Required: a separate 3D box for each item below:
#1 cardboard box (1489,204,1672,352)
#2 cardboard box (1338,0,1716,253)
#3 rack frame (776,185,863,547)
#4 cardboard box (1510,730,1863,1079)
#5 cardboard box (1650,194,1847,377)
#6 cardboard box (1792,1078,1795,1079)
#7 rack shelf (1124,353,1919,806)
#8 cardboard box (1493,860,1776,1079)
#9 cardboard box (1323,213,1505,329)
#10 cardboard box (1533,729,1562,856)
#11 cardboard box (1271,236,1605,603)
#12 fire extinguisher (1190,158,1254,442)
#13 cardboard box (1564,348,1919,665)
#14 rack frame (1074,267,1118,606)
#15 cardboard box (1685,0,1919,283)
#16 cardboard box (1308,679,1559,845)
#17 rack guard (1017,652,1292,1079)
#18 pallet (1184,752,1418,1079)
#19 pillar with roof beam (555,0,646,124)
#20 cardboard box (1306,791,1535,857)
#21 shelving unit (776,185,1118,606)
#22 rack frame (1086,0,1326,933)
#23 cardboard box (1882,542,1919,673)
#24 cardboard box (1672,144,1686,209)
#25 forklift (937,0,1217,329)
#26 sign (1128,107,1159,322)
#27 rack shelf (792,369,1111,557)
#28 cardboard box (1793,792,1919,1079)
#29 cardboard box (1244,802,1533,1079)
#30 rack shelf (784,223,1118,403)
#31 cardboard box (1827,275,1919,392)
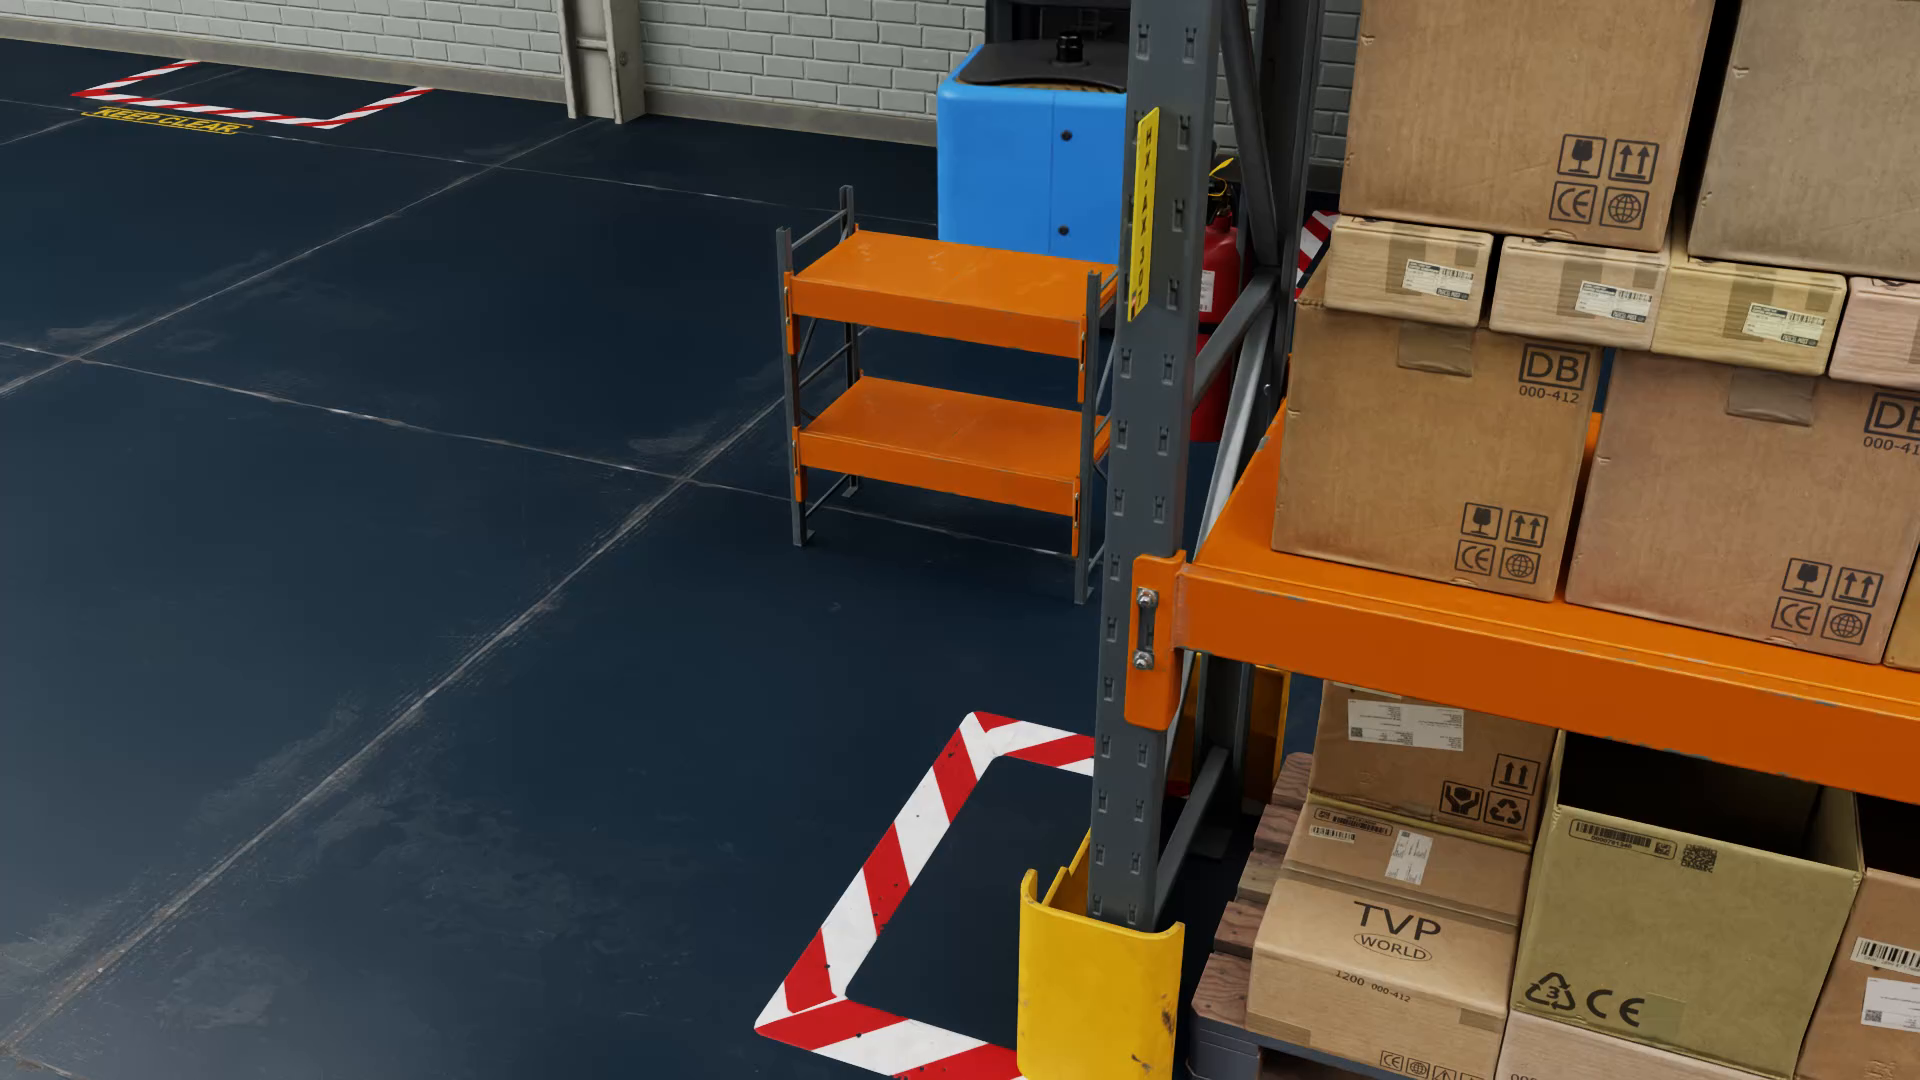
[{"bbox_3d":[1.035,-0.465,2.764,0.250,0.149,0.380,10,31,18],"label":"cardboard box"},{"bbox_3d":[0.984,-0.864,2.810,0.500,0.500,0.700,11,31,19],"label":"cardboard box"},{"bbox_3d":[-0.465,-0.582,5.637,0.032,1.125,0.500,11,31,19],"label":"rack frame"},{"bbox_3d":[1.384,0.622,3.206,0.500,0.500,0.500,11,31,19],"label":"cardboard box"},{"bbox_3d":[1.266,-0.418,2.681,0.250,0.149,0.380,11,31,19],"label":"cardboard box"},{"bbox_3d":[1.848,1.041,3.228,0.500,0.250,0.500,11,31,19],"label":"cardboard box"},{"bbox_3d":[2.360,0.325,2.857,4.000,0.370,1.077,11,31,19],"label":"rack shelf"},{"bbox_3d":[1.385,0.948,3.392,0.500,0.250,0.500,11,31,19],"label":"cardboard box"},{"bbox_3d":[0.790,-0.513,2.848,0.250,0.149,0.380,11,31,19],"label":"cardboard box"},{"bbox_3d":[1.583,0.708,3.817,0.500,0.250,0.500,11,31,19],"label":"cardboard box"},{"bbox_3d":[0.935,-0.309,3.147,0.500,0.500,0.700,11,31,19],"label":"cardboard box"},{"bbox_3d":[0.572,-0.558,3.767,0.183,0.674,0.296,11,31,19],"label":"fire extinguisher"},{"bbox_3d":[1.423,-0.214,2.979,0.500,0.500,0.700,12,32,20],"label":"cardboard box"},{"bbox_3d":[0.477,-0.394,5.305,0.032,1.125,0.500,11,31,19],"label":"rack frame"},{"bbox_3d":[1.473,-0.769,2.642,0.500,0.500,0.700,10,31,18],"label":"cardboard box"},{"bbox_3d":[1.116,0.294,3.788,0.500,0.500,0.500,11,31,19],"label":"cardboard box"},{"bbox_3d":[0.485,0.726,3.957,0.348,0.500,1.175,11,31,19],"label":"rack guard"},{"bbox_3d":[1.231,0.979,3.804,1.213,0.211,1.003,11,31,19],"label":"pallet"},{"bbox_3d":[-3.838,-4.641,4.815,0.400,9.000,9.100,11,31,19],"label":"pillar with roof beam"},{"bbox_3d":[1.115,0.621,3.971,0.500,0.250,0.500,11,31,19],"label":"cardboard box"},{"bbox_3d":[0.006,-0.488,5.471,1.048,1.125,0.538,11,31,19],"label":"shelving unit"},{"bbox_3d":[0.507,-0.358,3.334,0.127,3.000,1.000,11,31,19],"label":"rack frame"},{"bbox_3d":[1.881,-0.120,2.812,0.500,0.500,0.700,12,31,19],"label":"cardboard box"},{"bbox_3d":[1.413,-0.605,3.011,0.250,0.149,0.380,11,31,18],"label":"cardboard box"},{"bbox_3d":[0.714,-2.888,7.880,1.130,2.935,3.031,6,30,11],"label":"forklift"},{"bbox_3d":[0.293,-0.517,2.656,0.005,0.325,0.100,11,31,19],"label":"sign"},{"bbox_3d":[0.006,-0.276,5.591,1.000,0.278,0.538,11,31,19],"label":"rack shelf"},{"bbox_3d":[1.853,0.709,3.053,0.500,0.500,0.500,11,31,19],"label":"cardboard box"},{"bbox_3d":[0.920,0.857,3.553,0.500,0.250,0.500,11,31,19],"label":"cardboard box"},{"bbox_3d":[0.006,-0.743,5.327,1.000,0.278,0.538,11,31,19],"label":"rack shelf"},{"bbox_3d":[1.499,-0.371,2.597,0.250,0.149,0.380,11,31,18],"label":"cardboard box"}]
